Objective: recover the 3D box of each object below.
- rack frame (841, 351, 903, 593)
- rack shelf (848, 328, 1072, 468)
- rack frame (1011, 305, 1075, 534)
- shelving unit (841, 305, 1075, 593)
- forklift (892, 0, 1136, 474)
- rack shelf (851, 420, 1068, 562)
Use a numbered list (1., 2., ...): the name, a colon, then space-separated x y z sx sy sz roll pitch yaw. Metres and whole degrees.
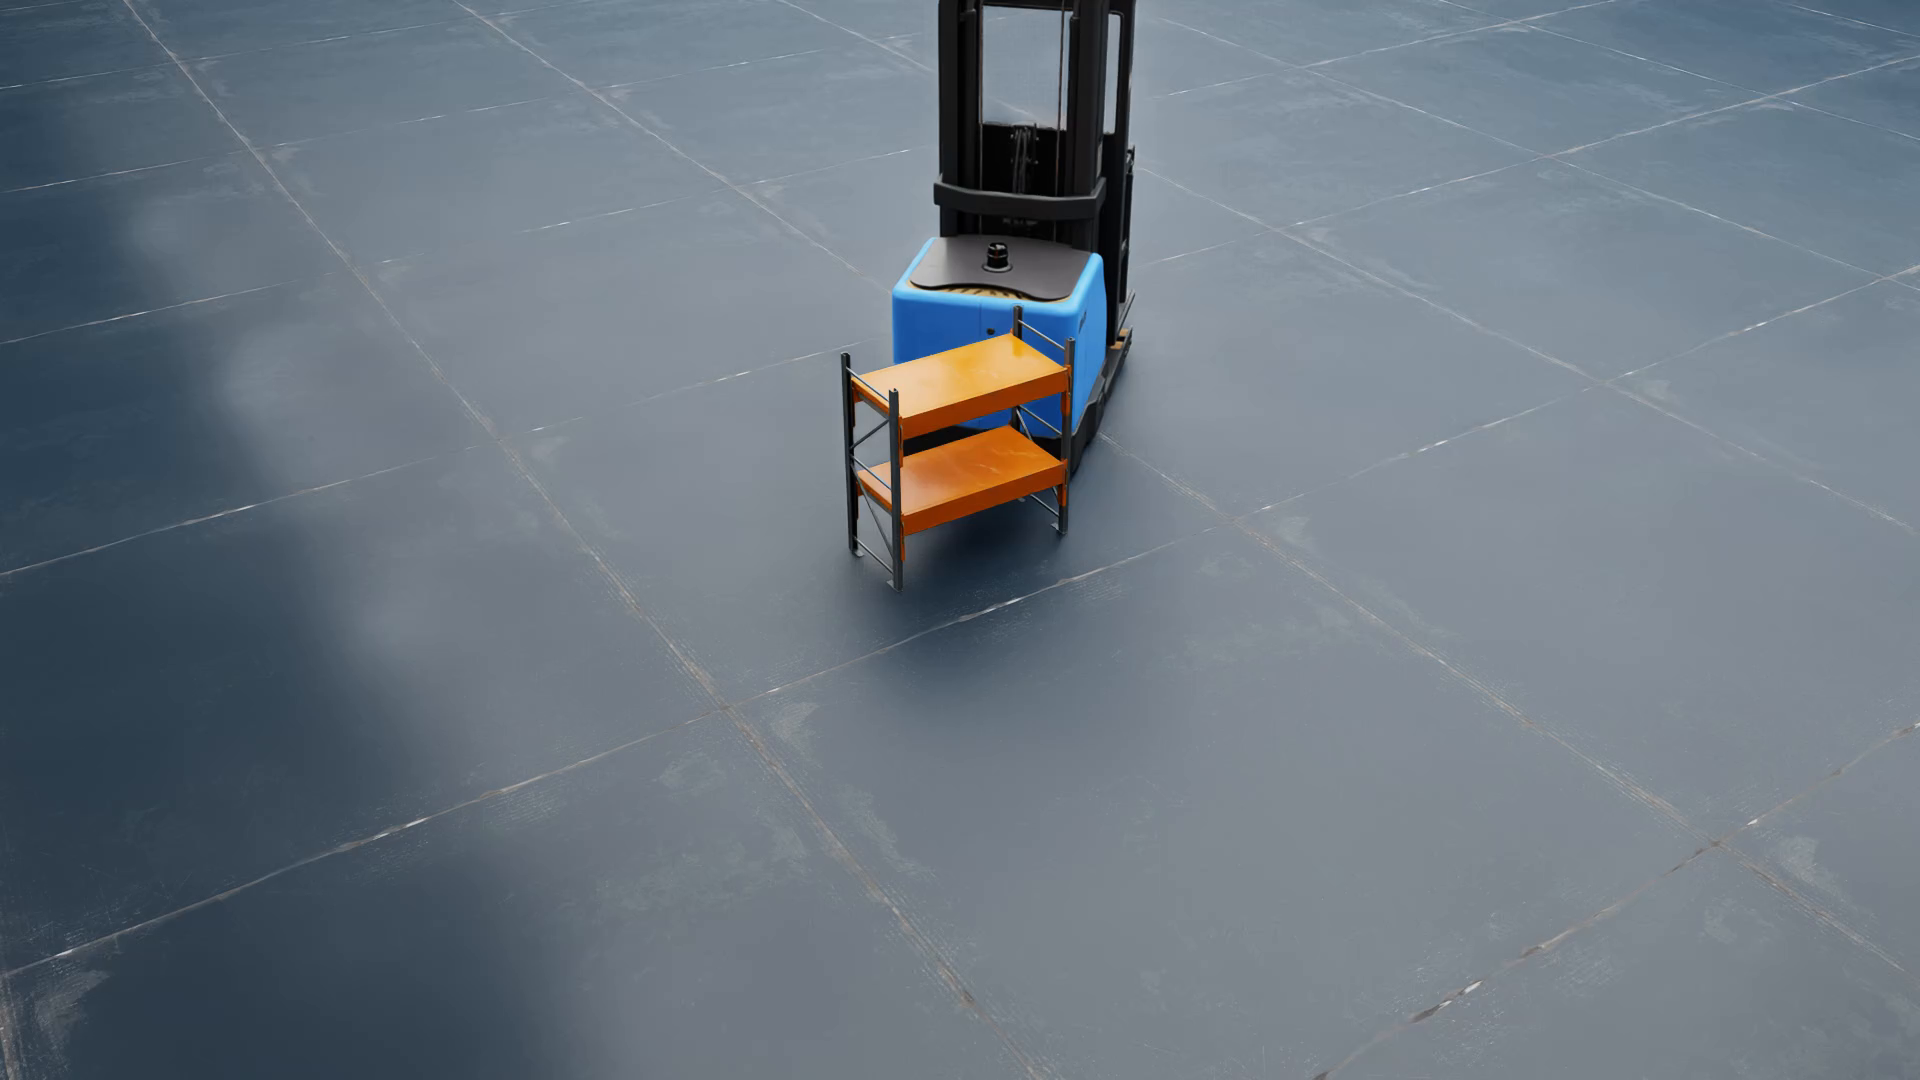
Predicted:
1. rack frame: -0.433 -0.327 8.214 0.032 1.125 0.500 -19 37 -27
2. rack shelf: -0.006 -0.721 8.291 1.000 0.278 0.538 -19 37 -27
3. rack frame: 0.422 -0.621 8.680 0.032 1.125 0.500 -19 37 -27
4. shelving unit: -0.006 -0.474 8.447 1.048 1.125 0.538 -19 37 -27
5. forklift: 0.479 -2.366 9.753 1.130 2.935 3.031 8 33 12
6. rack shelf: -0.006 -0.267 8.577 1.000 0.278 0.538 -19 37 -27
